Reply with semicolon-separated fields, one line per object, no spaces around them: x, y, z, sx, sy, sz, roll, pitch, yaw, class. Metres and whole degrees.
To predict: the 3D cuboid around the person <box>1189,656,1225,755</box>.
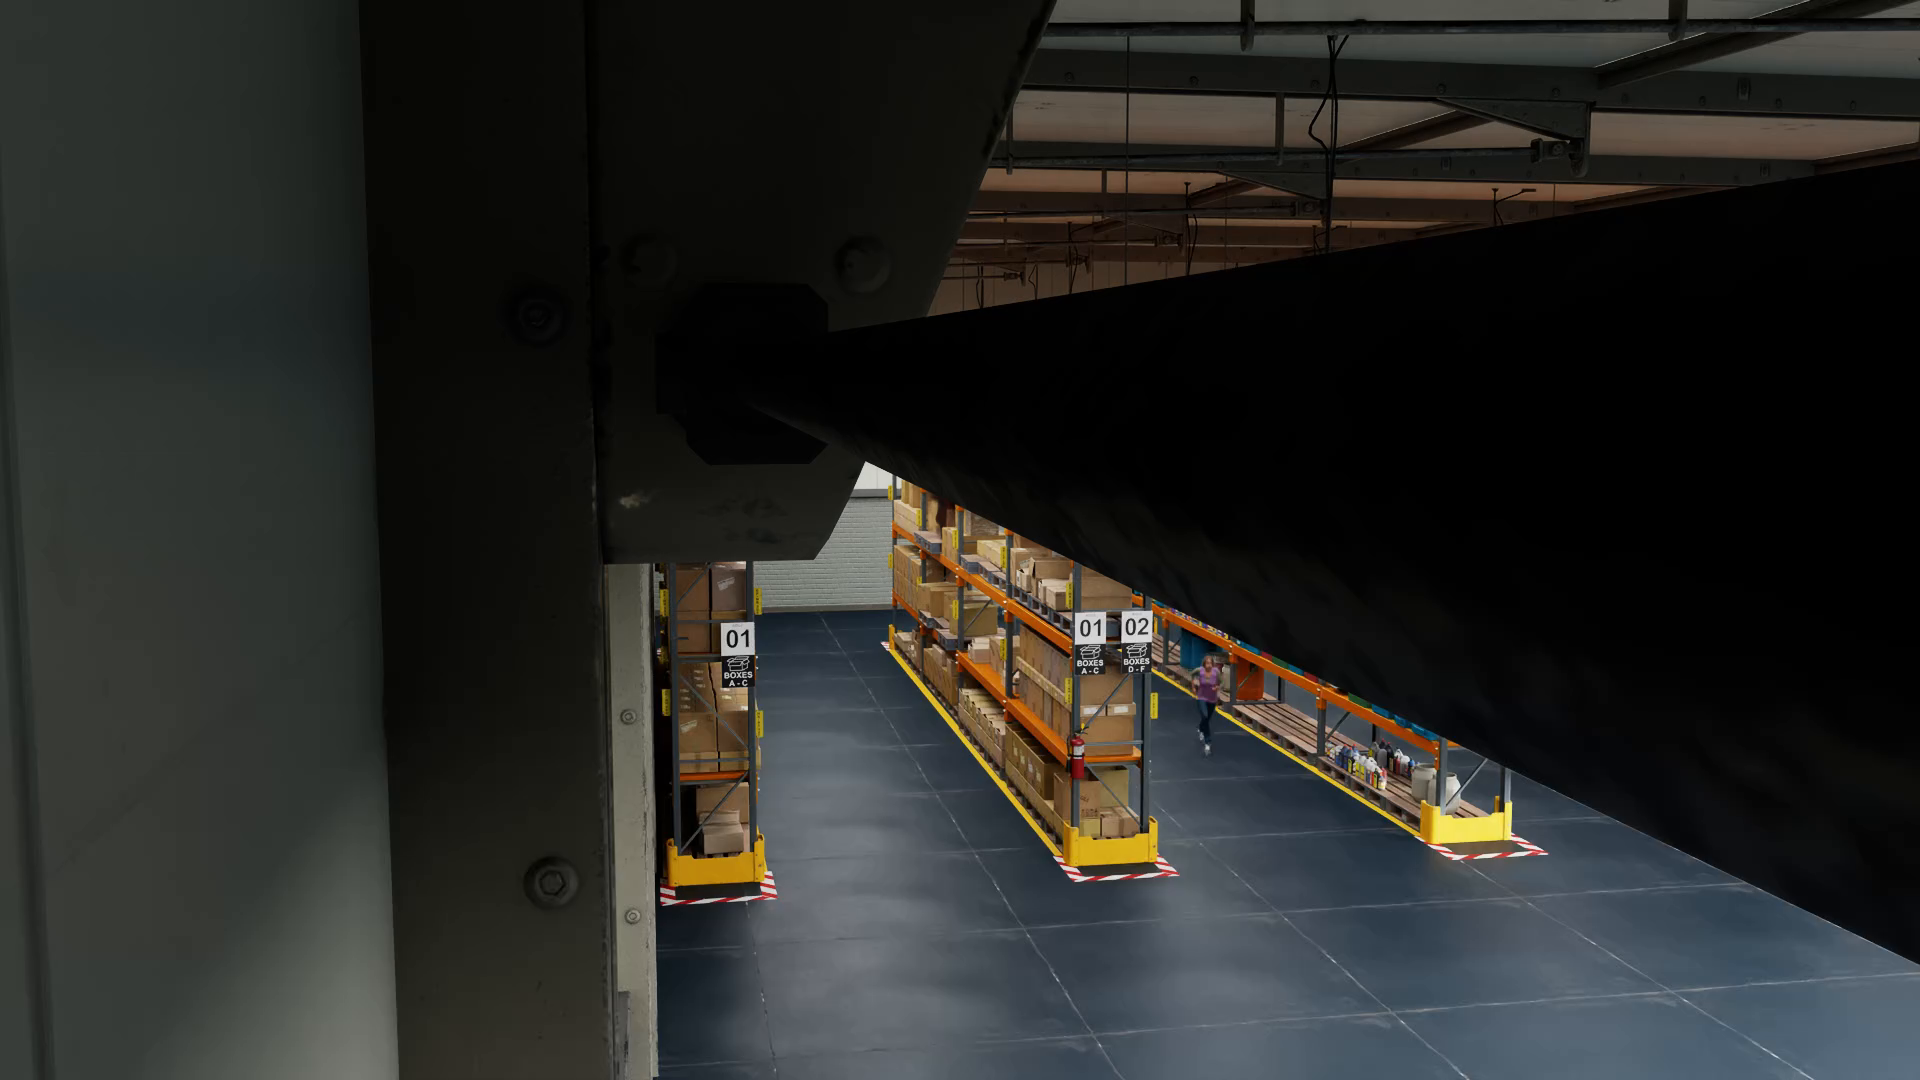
4.008;2.630;27.096;0.537;1.596;0.908;0;6;-4;person
